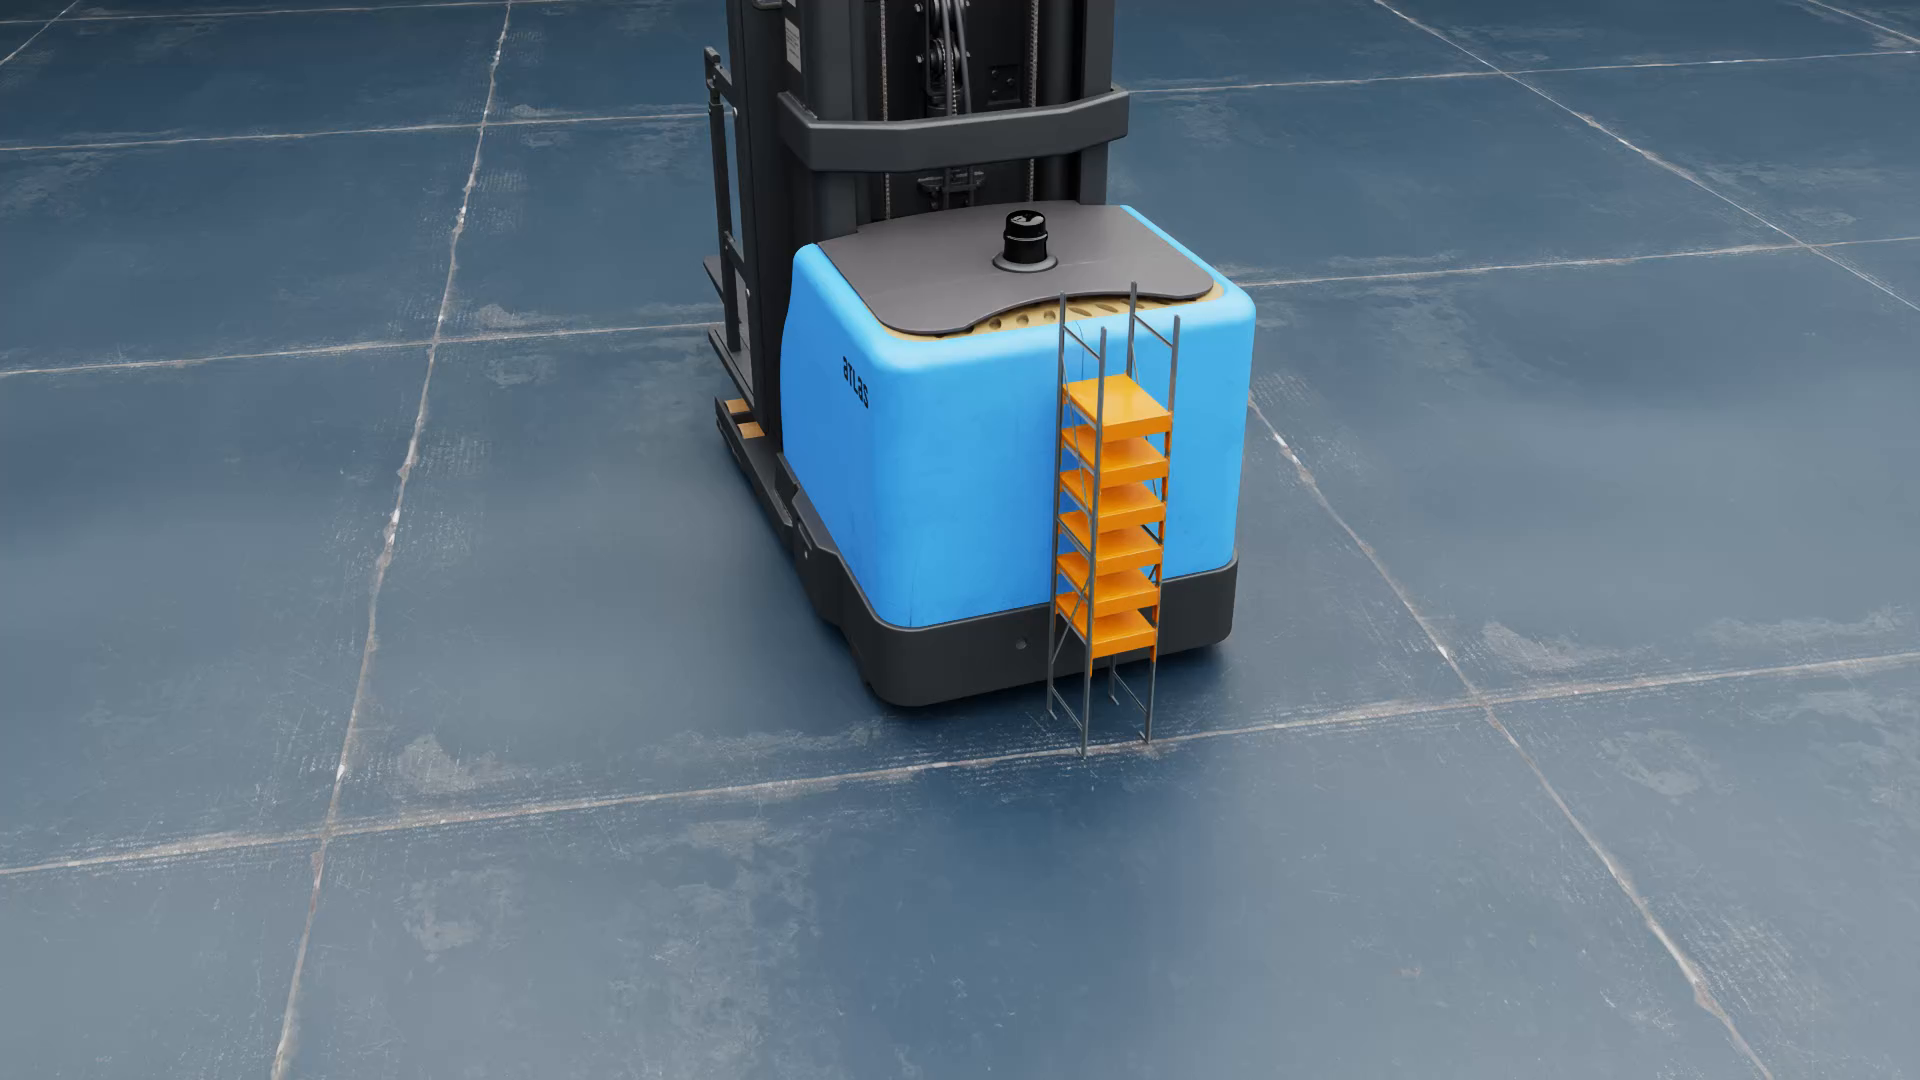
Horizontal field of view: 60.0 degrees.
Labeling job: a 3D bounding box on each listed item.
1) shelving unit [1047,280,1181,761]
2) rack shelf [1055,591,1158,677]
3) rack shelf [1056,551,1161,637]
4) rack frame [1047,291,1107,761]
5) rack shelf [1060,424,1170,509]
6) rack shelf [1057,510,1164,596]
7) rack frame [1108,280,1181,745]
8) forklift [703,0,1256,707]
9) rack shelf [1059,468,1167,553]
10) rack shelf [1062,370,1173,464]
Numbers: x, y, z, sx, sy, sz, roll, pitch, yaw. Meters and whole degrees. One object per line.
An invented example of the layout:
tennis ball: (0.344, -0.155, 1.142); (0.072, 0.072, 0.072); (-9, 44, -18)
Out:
shelving unit: (0.364, -0.022, 4.104); (0.189, 1.200, 0.258); (-11, 32, -18)
rack shelf: (0.364, 0.223, 4.249); (0.180, 0.103, 0.258); (-11, 32, -18)
rack shelf: (0.364, 0.119, 4.188); (0.180, 0.103, 0.258); (-11, 32, -18)
rack frame: (0.279, -0.006, 4.076); (0.006, 1.200, 0.240); (-11, 32, -18)
rack shelf: (0.364, -0.191, 4.005); (0.180, 0.103, 0.258); (-11, 32, -18)
rack shelf: (0.364, 0.016, 4.127); (0.180, 0.103, 0.258); (-11, 32, -18)
rack frame: (0.450, -0.039, 4.133); (0.006, 1.200, 0.240); (-11, 32, -18)
forklift: (-0.211, -1.560, 5.012); (1.130, 2.935, 3.031); (-10, 32, -17)
rack shelf: (0.364, -0.088, 4.066); (0.180, 0.103, 0.258); (-11, 32, -18)
rack shelf: (0.364, -0.294, 3.944); (0.180, 0.103, 0.258); (-11, 32, -18)
